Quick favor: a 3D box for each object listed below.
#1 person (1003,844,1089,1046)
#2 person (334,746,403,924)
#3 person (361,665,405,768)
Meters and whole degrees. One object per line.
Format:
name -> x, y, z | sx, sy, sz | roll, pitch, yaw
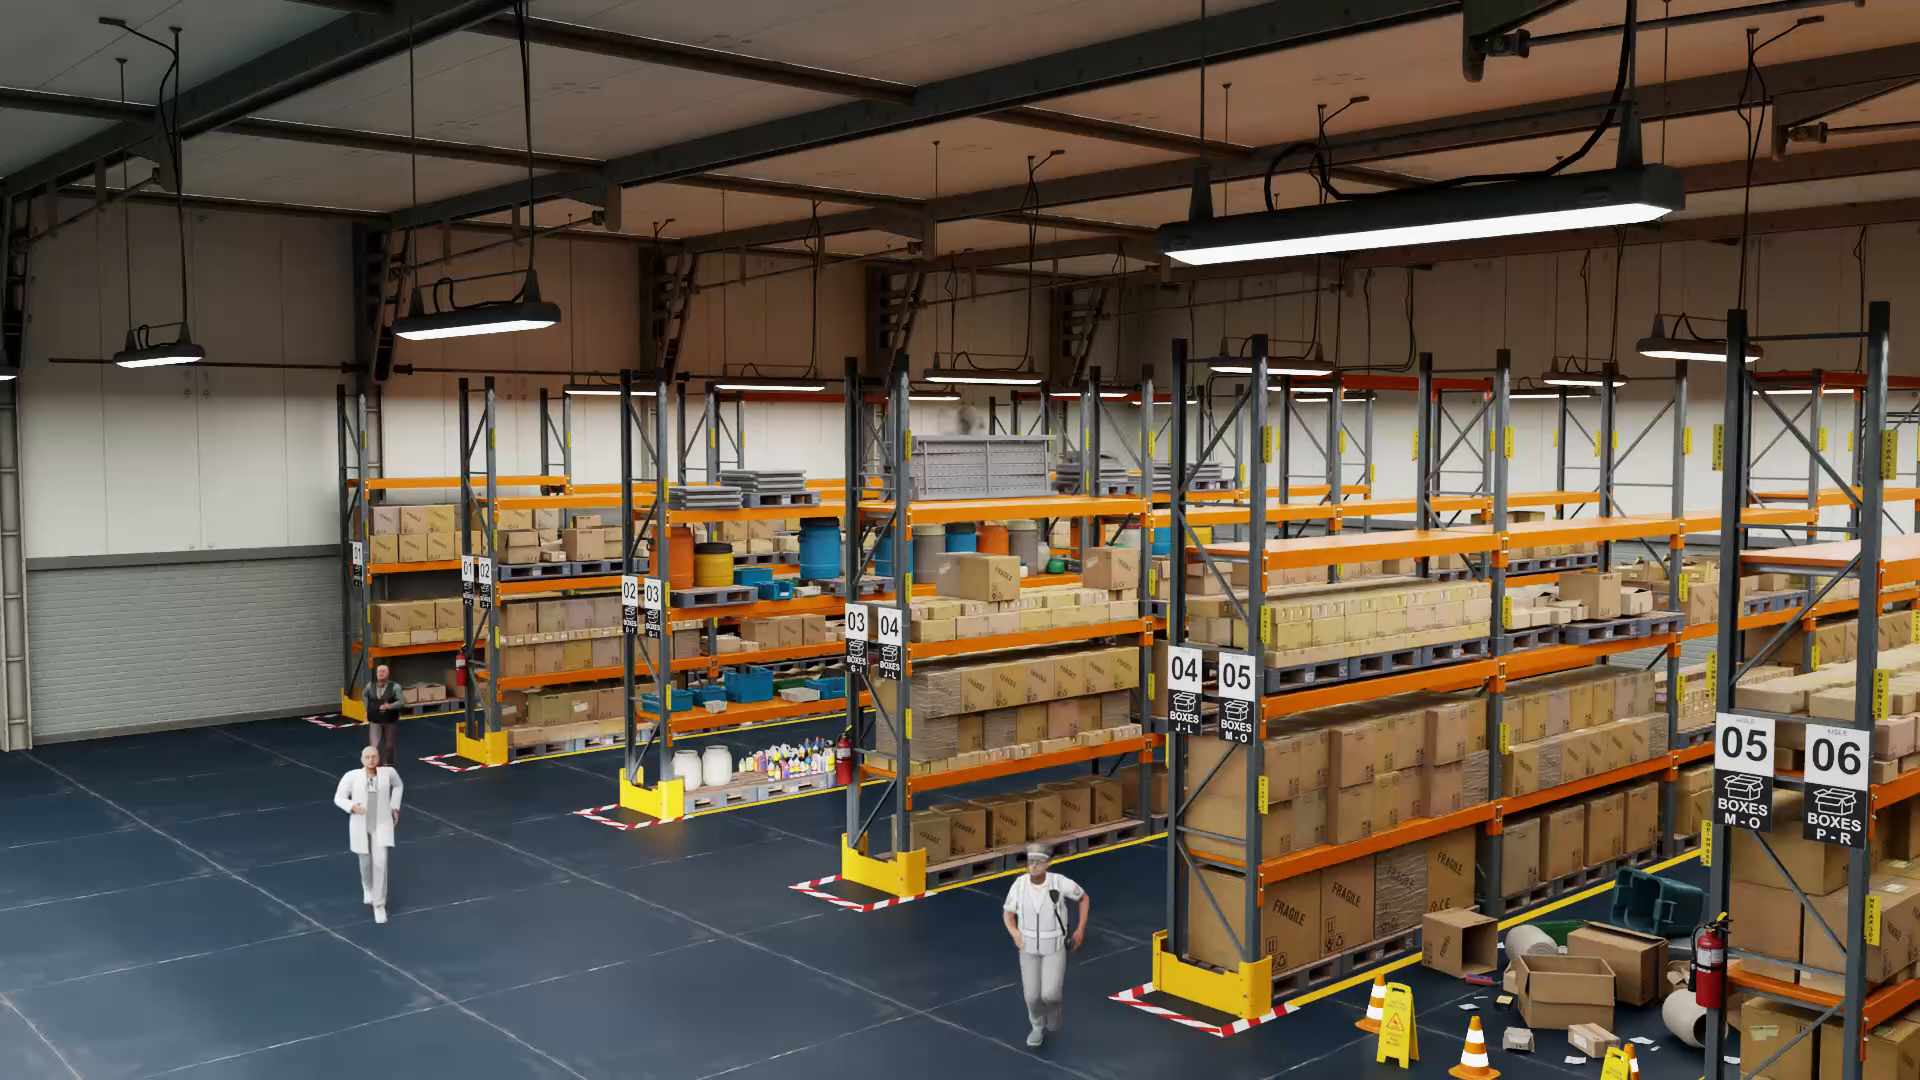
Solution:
person -> 0.691, 3.386, 13.847 | 0.693, 1.742, 0.685 | 1, 4, 15
person -> -6.324, 3.101, 17.815 | 0.692, 1.813, 0.959 | -1, 4, -18
person -> -8.465, 2.706, 24.393 | 0.645, 1.764, 0.732 | -1, 4, -11
